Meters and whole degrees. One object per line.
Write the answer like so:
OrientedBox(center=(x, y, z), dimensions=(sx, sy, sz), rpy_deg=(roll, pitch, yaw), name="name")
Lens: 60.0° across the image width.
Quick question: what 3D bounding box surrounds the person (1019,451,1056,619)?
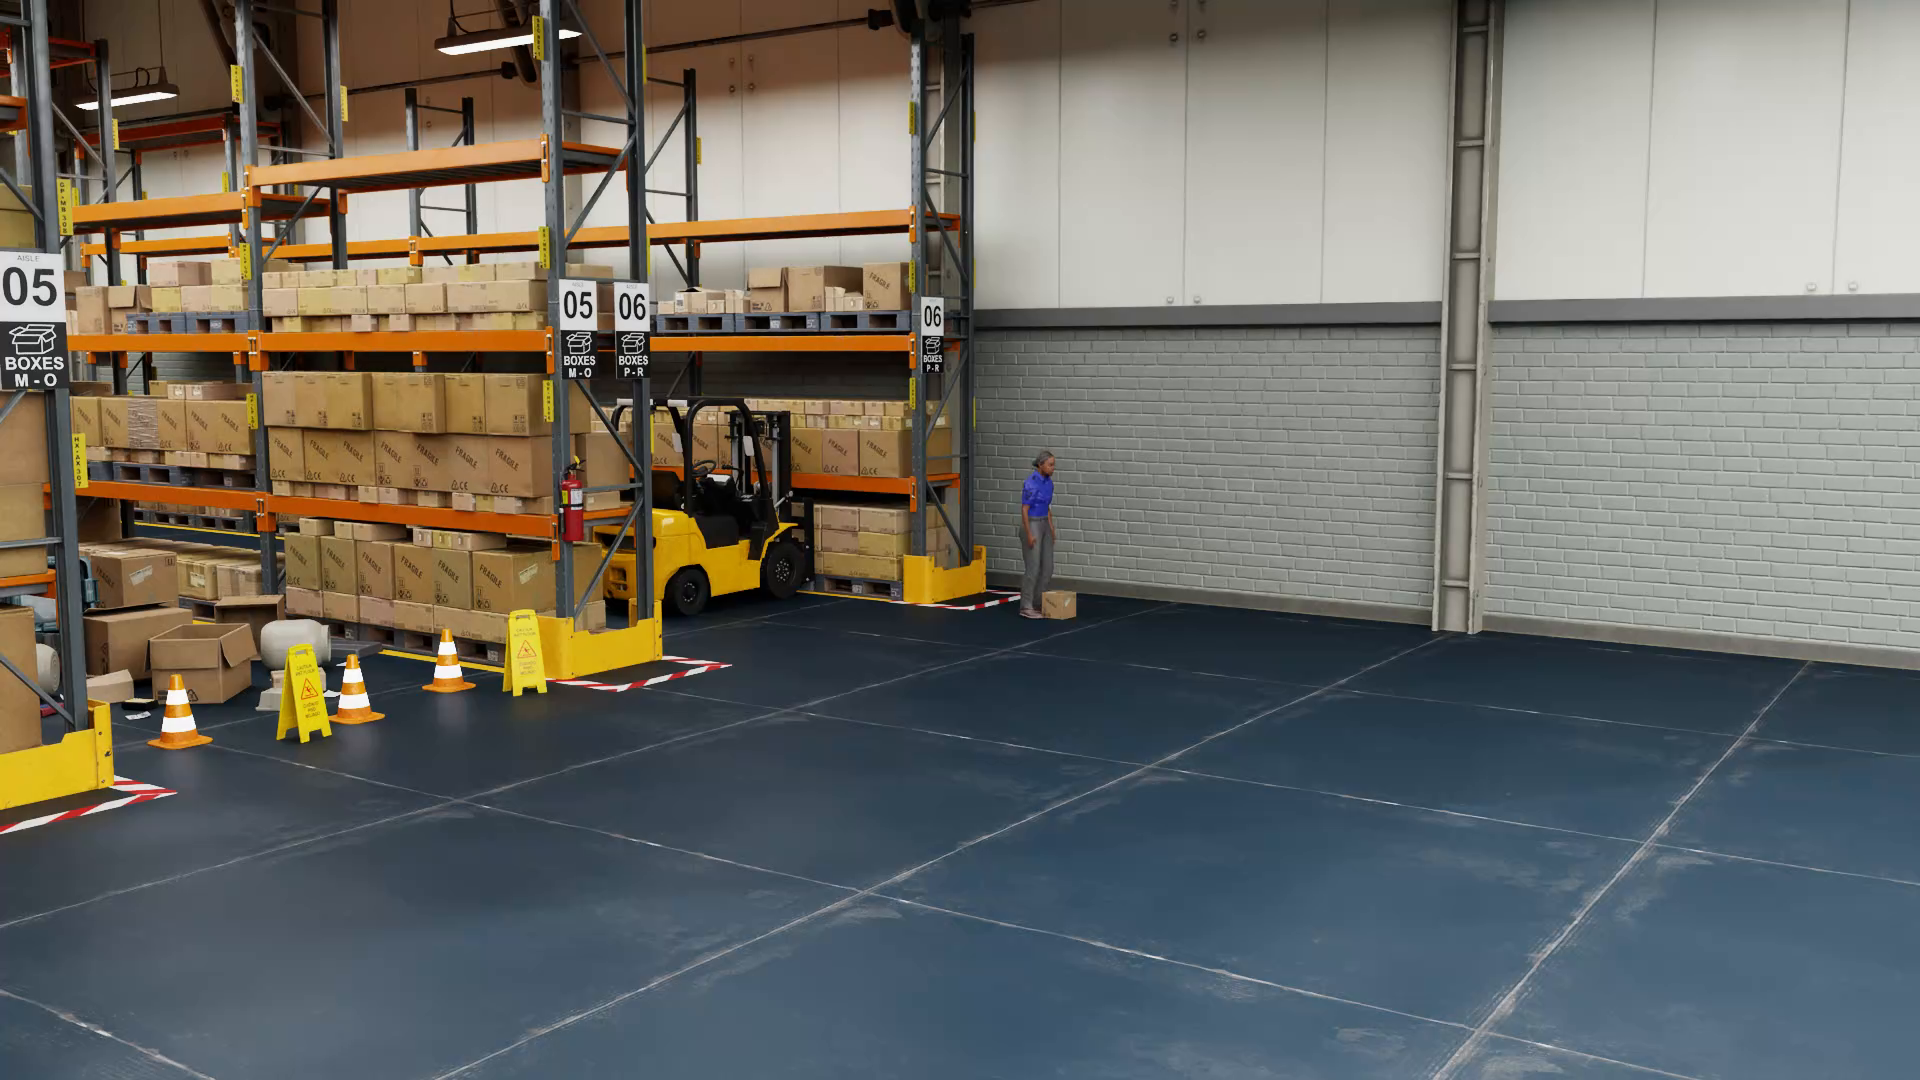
OrientedBox(center=(0.785, -0.066, 16.610), dimensions=(0.346, 1.655, 0.506), rpy_deg=(4, 8, 34), name="person")
